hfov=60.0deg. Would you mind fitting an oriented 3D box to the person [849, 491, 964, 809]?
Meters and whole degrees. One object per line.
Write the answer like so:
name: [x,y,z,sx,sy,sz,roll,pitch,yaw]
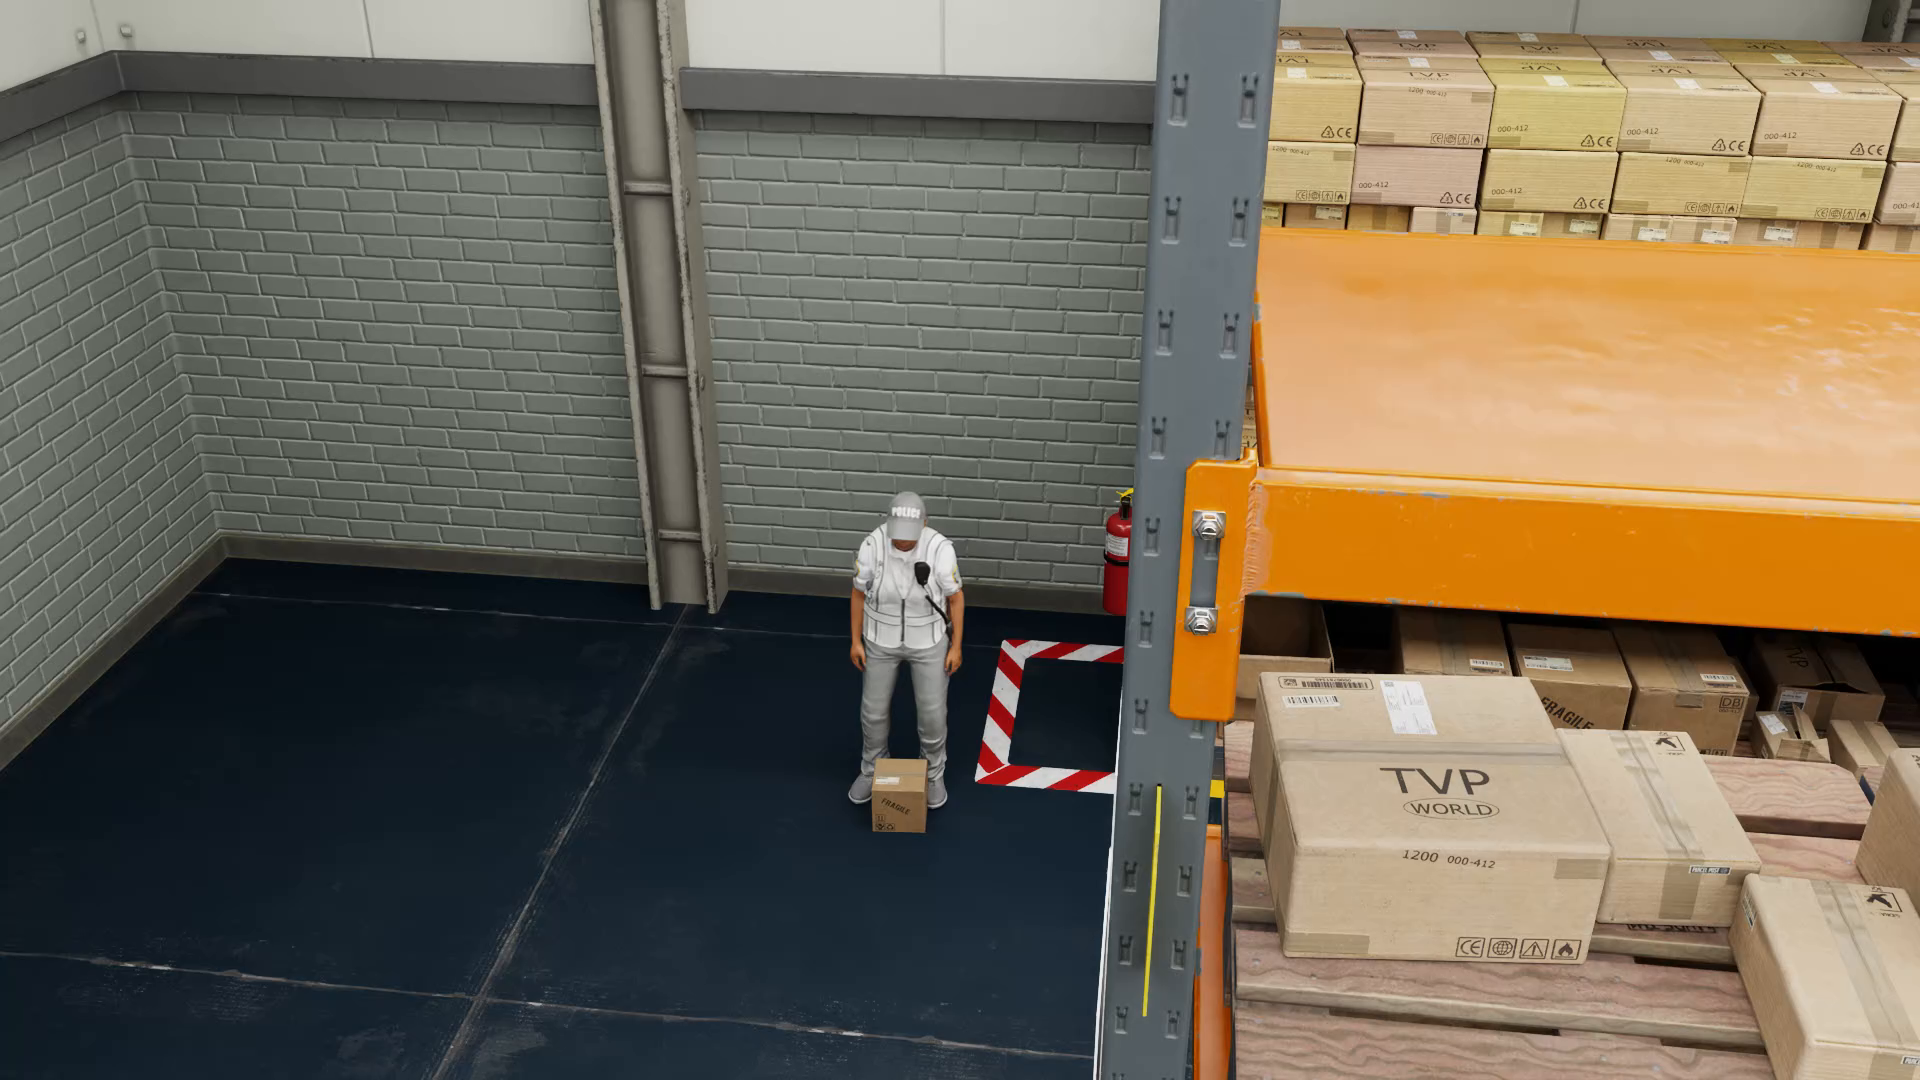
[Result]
person: [-0.262,0.498,7.804,0.553,1.666,0.471,3,29,5]
